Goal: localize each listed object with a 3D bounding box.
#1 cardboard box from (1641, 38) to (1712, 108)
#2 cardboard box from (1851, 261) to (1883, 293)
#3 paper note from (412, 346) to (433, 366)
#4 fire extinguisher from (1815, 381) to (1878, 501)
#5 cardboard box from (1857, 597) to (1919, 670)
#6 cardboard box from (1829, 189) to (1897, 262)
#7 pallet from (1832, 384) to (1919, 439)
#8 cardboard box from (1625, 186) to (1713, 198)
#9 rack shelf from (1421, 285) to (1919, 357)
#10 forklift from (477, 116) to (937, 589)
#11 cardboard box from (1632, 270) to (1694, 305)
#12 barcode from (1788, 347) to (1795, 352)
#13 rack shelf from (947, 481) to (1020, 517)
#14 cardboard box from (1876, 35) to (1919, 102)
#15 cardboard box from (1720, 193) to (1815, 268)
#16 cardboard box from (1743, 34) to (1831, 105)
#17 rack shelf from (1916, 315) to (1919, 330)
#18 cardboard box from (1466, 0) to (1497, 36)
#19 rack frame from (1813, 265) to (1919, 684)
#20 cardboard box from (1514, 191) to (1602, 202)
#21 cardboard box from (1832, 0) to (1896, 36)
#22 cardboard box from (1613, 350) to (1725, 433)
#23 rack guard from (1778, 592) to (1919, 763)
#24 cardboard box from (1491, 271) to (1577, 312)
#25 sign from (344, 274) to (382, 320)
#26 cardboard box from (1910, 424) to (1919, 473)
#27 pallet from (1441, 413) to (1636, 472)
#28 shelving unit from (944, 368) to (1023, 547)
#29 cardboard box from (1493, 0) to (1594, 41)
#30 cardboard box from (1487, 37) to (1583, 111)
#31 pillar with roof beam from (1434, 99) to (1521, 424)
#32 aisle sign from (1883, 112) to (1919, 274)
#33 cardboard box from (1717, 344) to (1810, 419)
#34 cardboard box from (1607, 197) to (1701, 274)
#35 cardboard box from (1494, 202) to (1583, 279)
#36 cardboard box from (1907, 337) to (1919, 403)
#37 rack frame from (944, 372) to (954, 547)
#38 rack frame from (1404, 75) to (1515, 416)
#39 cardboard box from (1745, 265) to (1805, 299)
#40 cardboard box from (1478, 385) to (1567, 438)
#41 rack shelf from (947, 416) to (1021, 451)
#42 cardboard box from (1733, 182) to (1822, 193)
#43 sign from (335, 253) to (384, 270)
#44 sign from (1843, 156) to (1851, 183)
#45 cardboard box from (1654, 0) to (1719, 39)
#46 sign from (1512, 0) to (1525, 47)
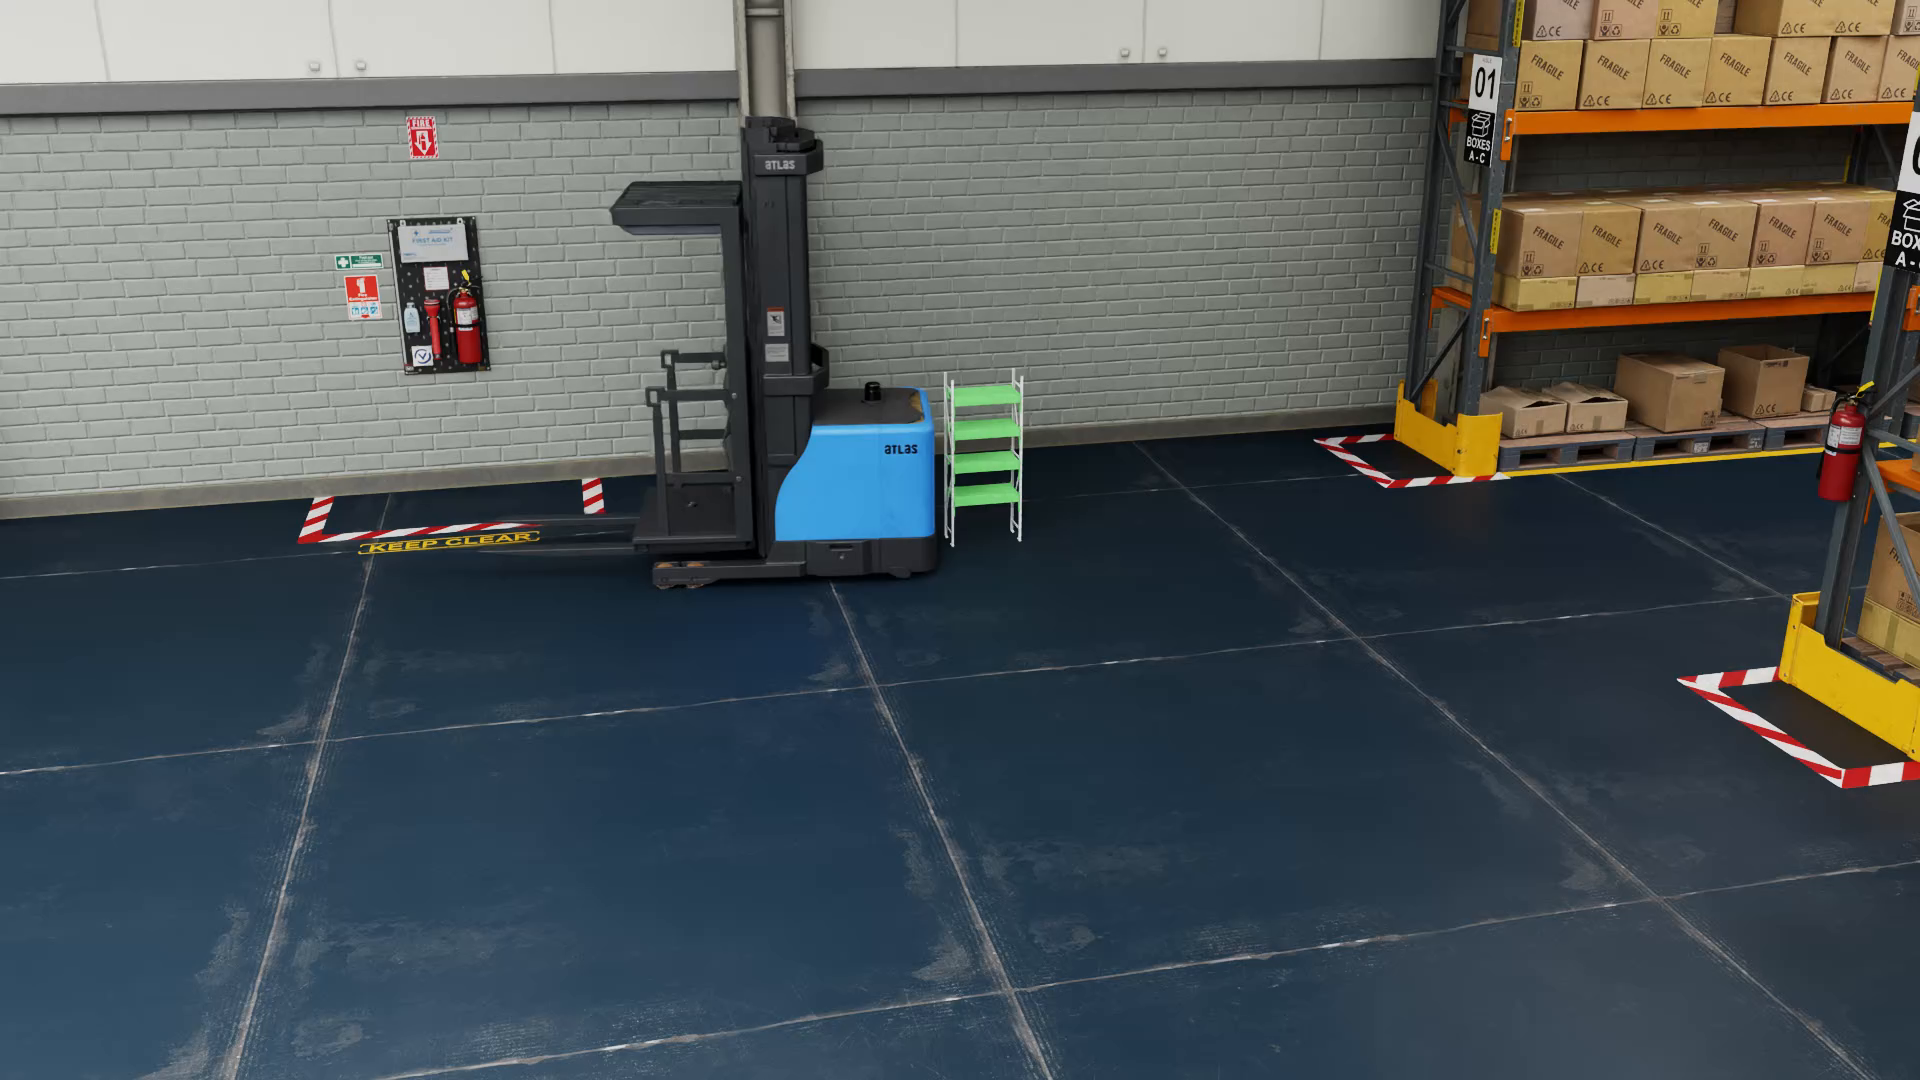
[{"bbox_3d":[5.331,-3.583,12.701,0.500,0.500,0.500,-4,20,-10],"label":"cardboard box"},{"bbox_3d":[7.414,-2.219,13.702,0.500,0.250,0.500,-5,21,-12],"label":"cardboard box"},{"bbox_3d":[-4.046,-1.386,12.517,0.142,0.148,0.016,-5,21,-12],"label":"paper note"},{"bbox_3d":[4.835,-0.555,9.081,0.183,0.674,0.296,-5,21,-12],"label":"fire extinguisher"},{"bbox_3d":[5.510,0.508,9.455,0.500,0.250,0.500,-5,21,-12],"label":"cardboard box"},{"bbox_3d":[7.417,-2.570,13.567,0.500,0.500,0.500,-5,21,-13],"label":"cardboard box"},{"bbox_3d":[8.563,-1.172,14.708,1.213,0.211,1.003,-5,21,-12],"label":"pallet"},{"bbox_3d":[5.807,-2.621,13.708,0.500,0.500,0.500,-4,21,-12],"label":"cardboard box"},{"bbox_3d":[5.859,-1.923,13.750,4.000,0.370,1.077,-5,21,-12],"label":"rack shelf"},{"bbox_3d":[-1.695,-1.243,10.946,3.031,2.935,1.130,-1,20,-4],"label":"forklift"},{"bbox_3d":[5.460,-2.058,13.262,0.500,0.250,0.500,-5,21,-13],"label":"cardboard box"},{"bbox_3d":[7.225,-1.640,14.460,0.075,0.075,0.001,-5,21,-12],"label":"barcode"},{"bbox_3d":[0.161,-0.291,11.749,0.480,0.148,0.258,-5,21,-12],"label":"rack shelf"},{"bbox_3d":[7.369,-3.761,13.186,0.500,0.500,0.500,-4,21,-11],"label":"cardboard box"},{"bbox_3d":[6.440,-2.492,13.355,0.500,0.500,0.500,-5,21,-14],"label":"cardboard box"},{"bbox_3d":[6.345,-3.669,12.935,0.500,0.500,0.500,-5,21,-15],"label":"cardboard box"},{"bbox_3d":[9.752,-2.240,14.614,4.000,0.370,1.077,-5,21,-12],"label":"rack shelf"},{"bbox_3d":[4.272,-4.159,12.818,0.500,0.500,0.500,-4,20,-10],"label":"cardboard box"},{"bbox_3d":[5.056,-0.445,8.668,0.127,3.000,1.000,-5,21,-12],"label":"rack frame"},{"bbox_3d":[4.815,-2.539,13.483,0.500,0.500,0.500,-4,21,-12],"label":"cardboard box"},{"bbox_3d":[6.847,-4.176,12.865,0.500,0.500,0.500,-4,20,-10],"label":"cardboard box"},{"bbox_3d":[5.887,-1.247,13.852,0.500,0.500,0.700,-6,21,-16],"label":"cardboard box"},{"bbox_3d":[5.033,0.731,9.093,0.348,0.500,1.175,-5,21,-12],"label":"rack guard"},{"bbox_3d":[4.461,-1.974,13.032,0.500,0.250,0.500,-5,21,-14],"label":"cardboard box"},{"bbox_3d":[-4.419,-1.798,12.309,0.234,0.329,0.001,-5,21,-12],"label":"sign"},{"bbox_3d":[5.514,-0.525,8.740,0.500,0.500,0.700,-5,21,-12],"label":"cardboard box"},{"bbox_3d":[4.786,-0.852,13.833,1.213,0.211,1.003,-5,21,-12],"label":"pallet"},{"bbox_3d":[0.161,-0.576,11.644,0.503,1.200,0.258,-5,21,-12],"label":"shelving unit"},{"bbox_3d":[4.344,-3.986,12.347,0.500,0.500,0.500,-6,21,-16],"label":"cardboard box"},{"bbox_3d":[4.296,-3.510,12.501,0.500,0.500,0.500,-4,21,-11],"label":"cardboard box"},{"bbox_3d":[5.386,-3.824,9.170,0.400,9.000,9.100,-5,21,-12],"label":"pillar with roof beam"},{"bbox_3d":[4.925,-1.759,8.475,0.004,0.787,0.394,-5,21,-12],"label":"aisle sign"},{"bbox_3d":[6.805,-1.357,14.152,0.500,0.500,0.500,-6,21,-17],"label":"cardboard box"},{"bbox_3d":[5.434,-2.406,13.120,0.500,0.500,0.500,-5,21,-14],"label":"cardboard box"},{"bbox_3d":[4.447,-2.331,12.916,0.500,0.500,0.500,-5,21,-12],"label":"cardboard box"},{"bbox_3d":[8.518,-1.516,14.587,0.500,0.500,0.700,-4,20,-11],"label":"cardboard box"},{"bbox_3d":[-0.076,-0.557,11.591,0.015,1.200,0.240,-5,21,-12],"label":"rack frame"},{"bbox_3d":[3.913,-2.103,13.194,0.127,3.000,1.000,-5,21,-12],"label":"rack frame"},{"bbox_3d":[6.442,-2.138,13.479,0.500,0.250,0.500,-5,21,-13],"label":"cardboard box"},{"bbox_3d":[4.607,-1.072,13.648,0.500,0.311,0.500,-7,21,-19],"label":"cardboard box"},{"bbox_3d":[0.161,-0.742,11.583,0.480,0.148,0.258,-5,21,-12],"label":"rack shelf"},{"bbox_3d":[6.796,-2.704,13.933,0.500,0.500,0.500,-5,21,-13],"label":"cardboard box"},{"bbox_3d":[-4.413,-2.044,12.211,0.331,0.109,0.001,-5,21,-12],"label":"sign"},{"bbox_3d":[7.674,-3.149,14.366,0.005,0.325,0.100,-5,21,-12],"label":"sign"},{"bbox_3d":[5.340,-4.053,12.530,0.500,0.500,0.500,-4,21,-11],"label":"cardboard box"},{"bbox_3d":[4.038,-3.740,12.032,0.005,0.325,0.100,-5,21,-12],"label":"sign"}]
